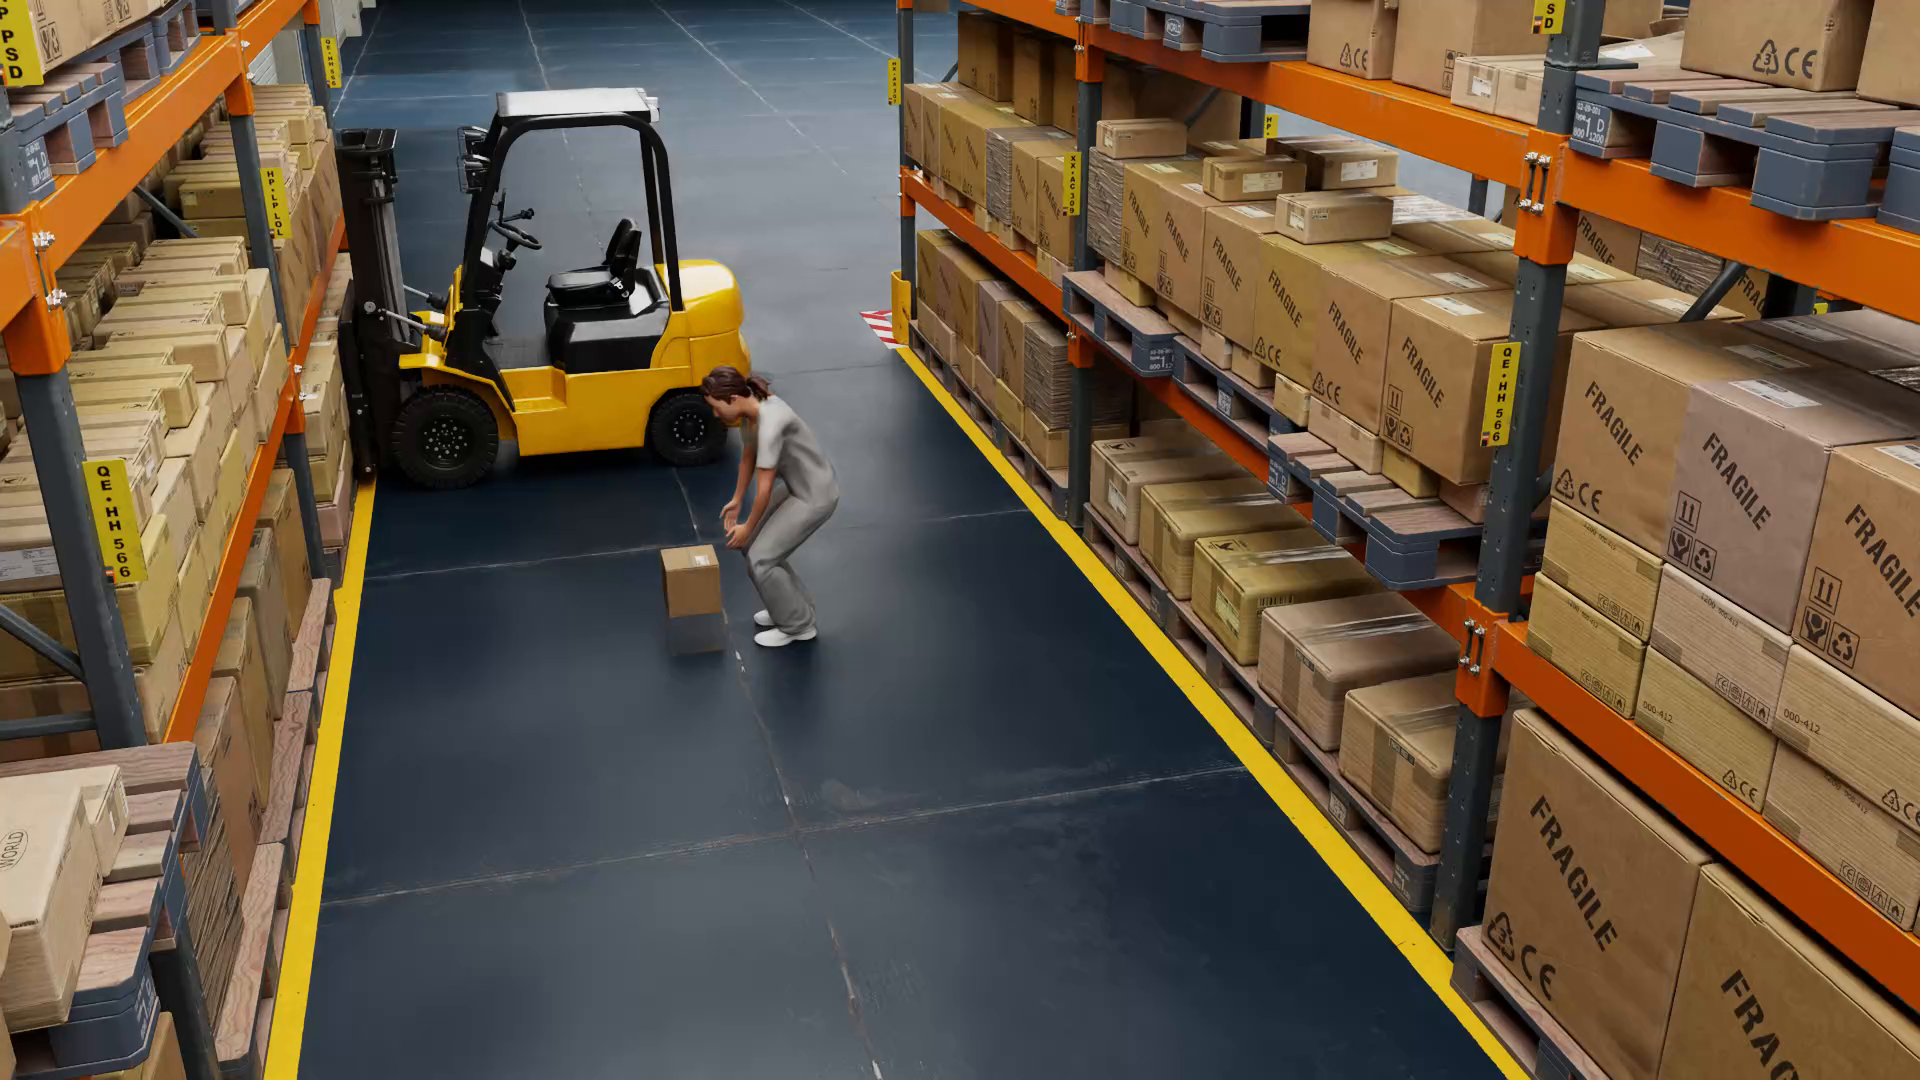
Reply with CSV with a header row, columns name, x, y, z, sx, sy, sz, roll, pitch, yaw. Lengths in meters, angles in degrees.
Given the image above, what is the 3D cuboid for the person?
name,x,y,z,sx,sy,sz,roll,pitch,yaw
person,-0.877,-0.165,7.884,0.634,1.371,0.491,-6,24,-14
